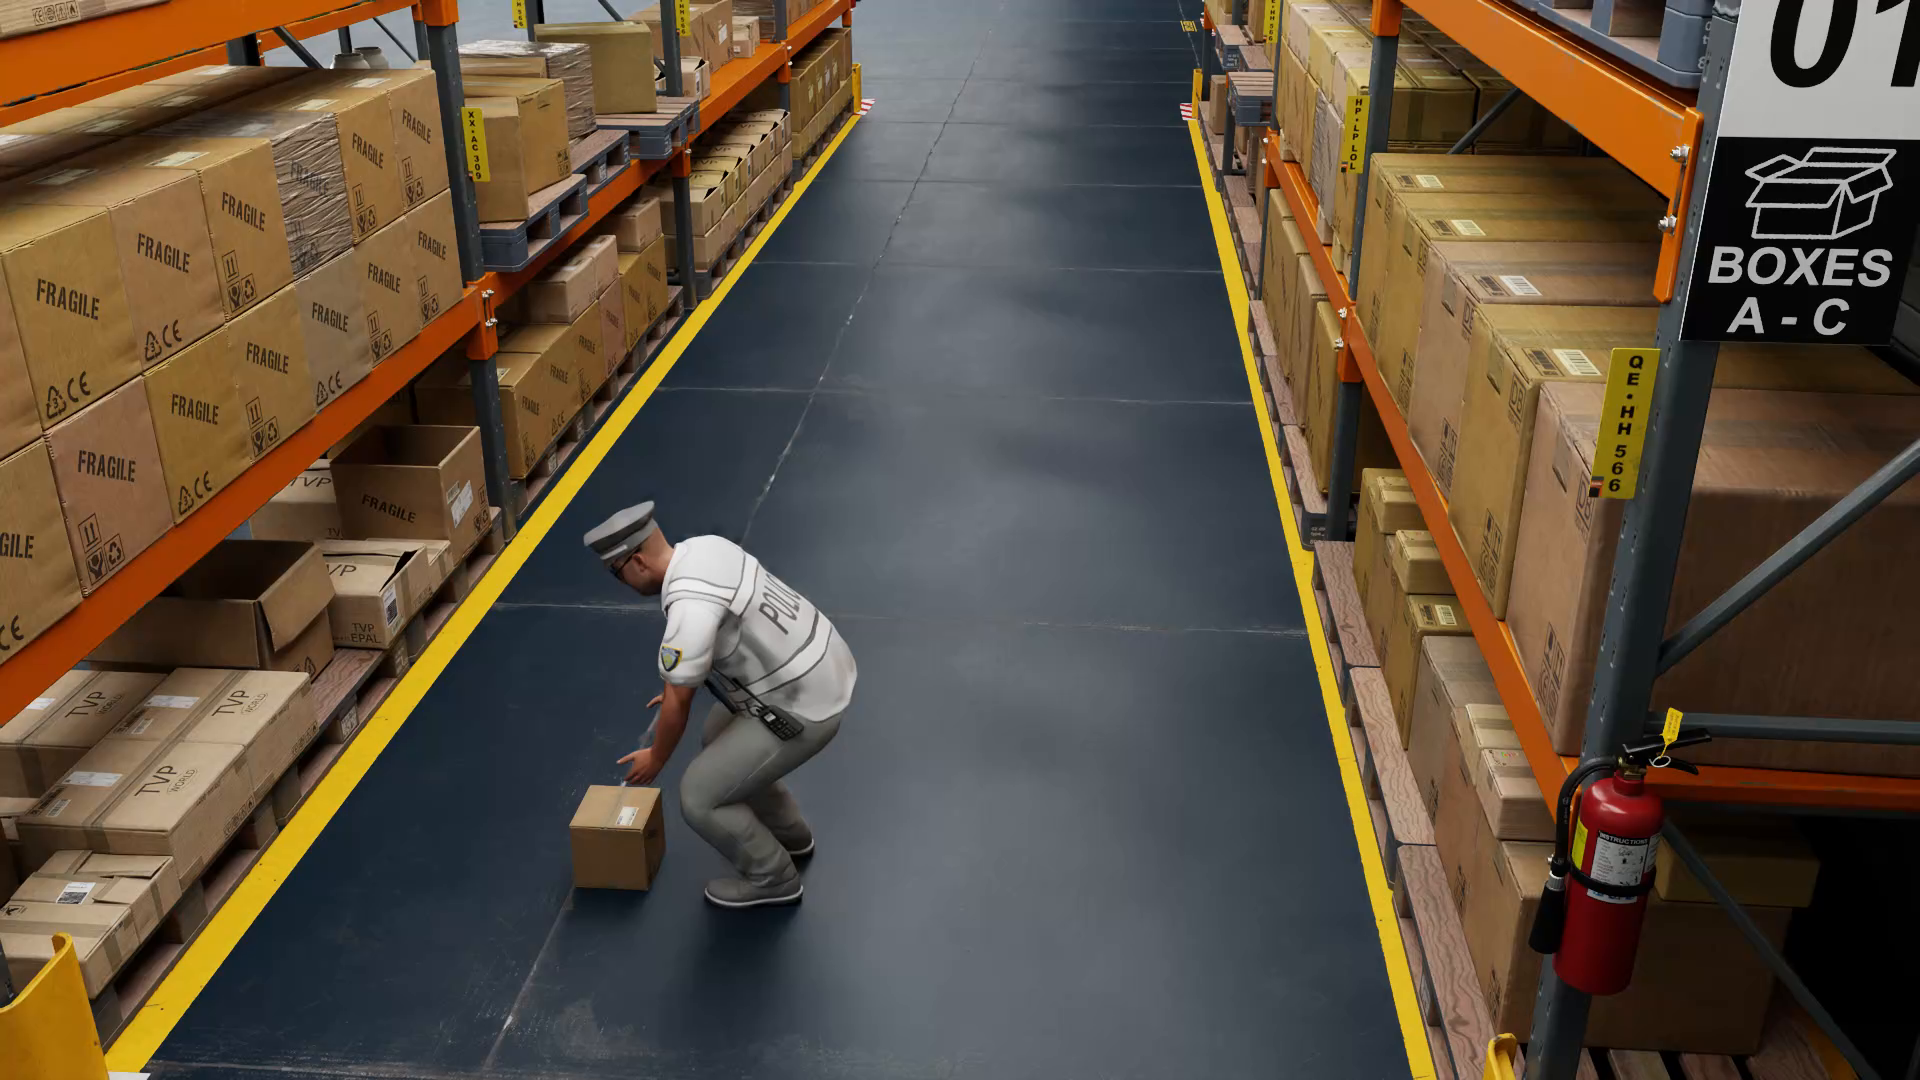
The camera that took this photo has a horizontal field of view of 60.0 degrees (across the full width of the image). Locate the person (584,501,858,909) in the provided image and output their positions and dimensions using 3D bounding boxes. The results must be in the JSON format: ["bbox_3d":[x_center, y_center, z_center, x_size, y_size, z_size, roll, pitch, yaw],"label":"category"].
[{"bbox_3d":[-0.753,0.532,5.381,0.826,1.381,0.590,2,24,4],"label":"person"}]
